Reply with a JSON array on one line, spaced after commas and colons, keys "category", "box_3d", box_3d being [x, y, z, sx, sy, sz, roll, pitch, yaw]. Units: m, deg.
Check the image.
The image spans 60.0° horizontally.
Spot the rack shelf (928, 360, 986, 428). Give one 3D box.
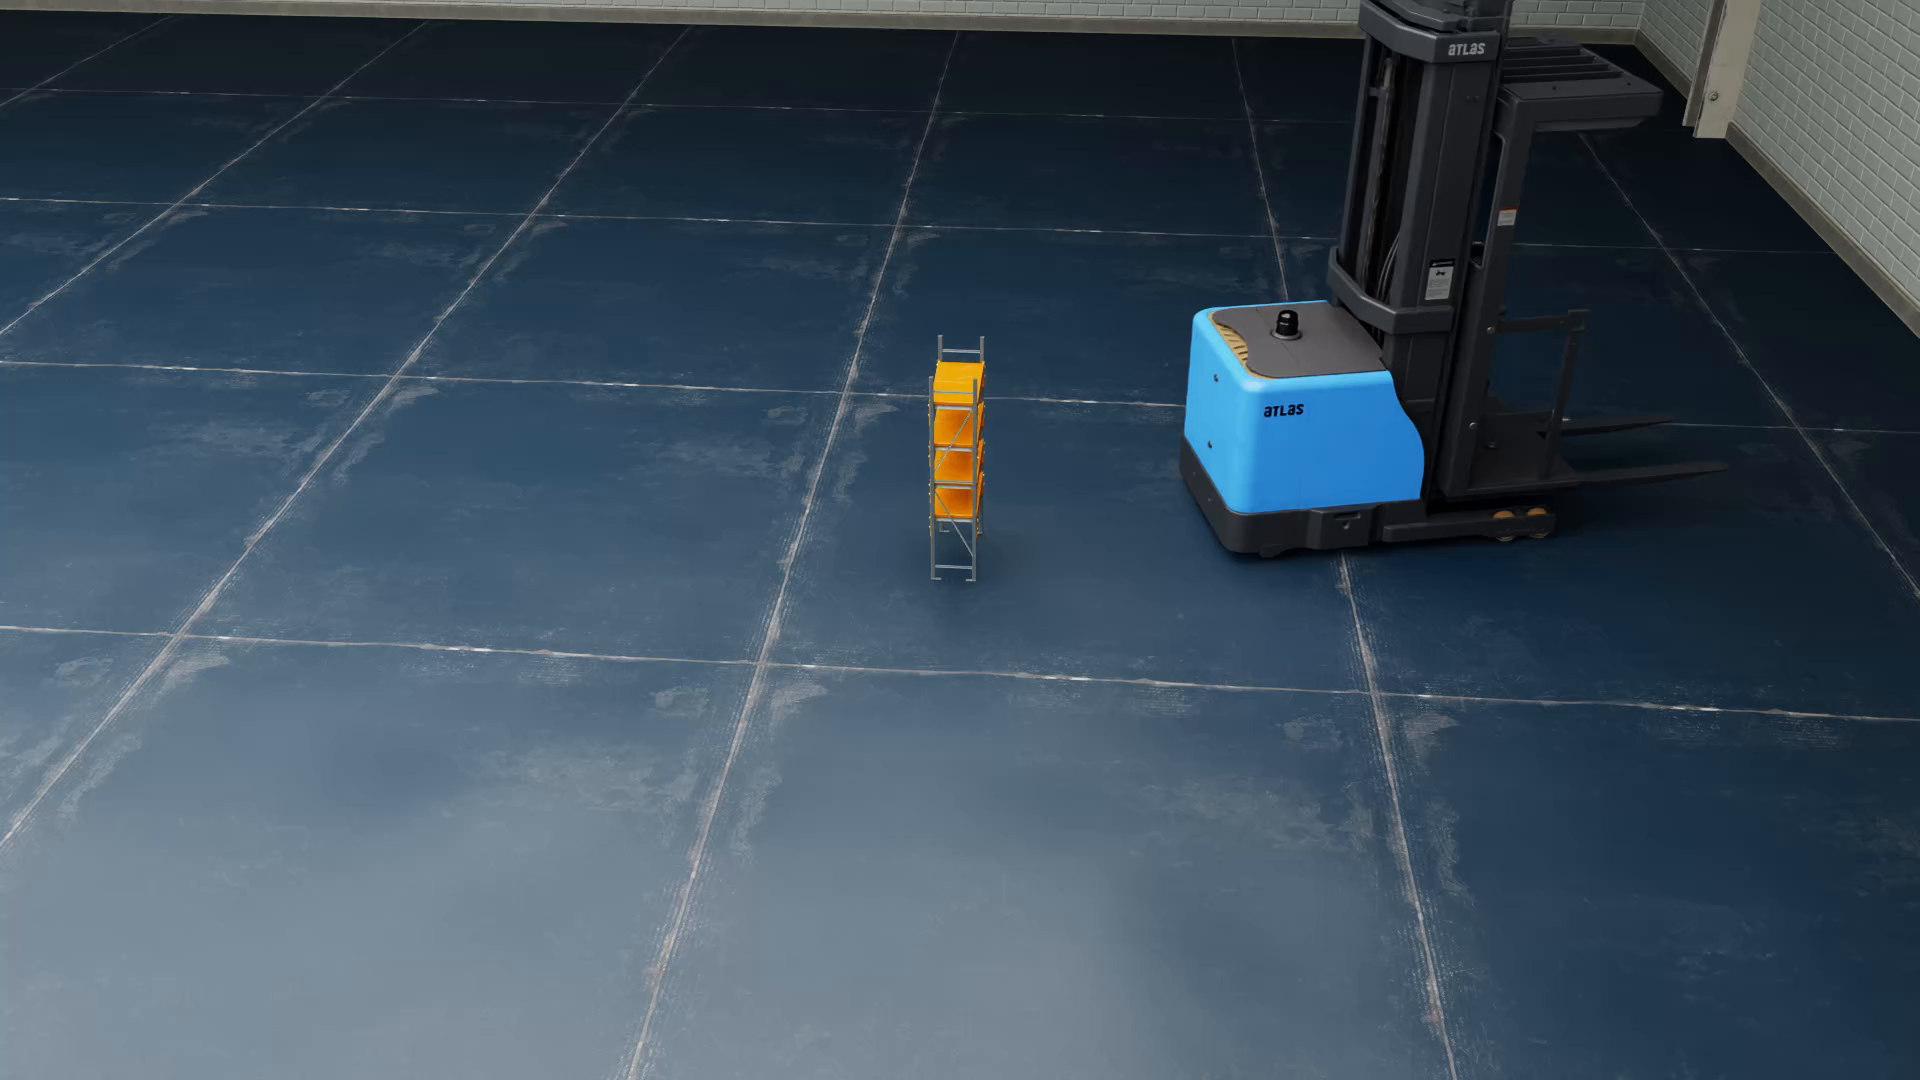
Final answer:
[{"category": "rack shelf", "box_3d": [-0.013, -0.759, 8.589, 0.258, 0.148, 0.480, 2, 32, 4]}]

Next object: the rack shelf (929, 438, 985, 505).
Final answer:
[{"category": "rack shelf", "box_3d": [-0.013, -0.367, 8.830, 0.258, 0.148, 0.480, 2, 32, 4]}]

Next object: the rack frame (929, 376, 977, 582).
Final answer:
[{"category": "rack frame", "box_3d": [-0.033, -0.297, 8.588, 0.240, 1.200, 0.015, 2, 32, 4]}]

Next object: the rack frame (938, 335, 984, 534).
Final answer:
[{"category": "rack frame", "box_3d": [0.006, -0.552, 9.002, 0.240, 1.200, 0.015, 2, 32, 4]}]

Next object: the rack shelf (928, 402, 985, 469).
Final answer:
[{"category": "rack shelf", "box_3d": [-0.013, -0.557, 8.713, 0.258, 0.148, 0.480, 2, 32, 4]}]

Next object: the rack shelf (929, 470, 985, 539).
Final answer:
[{"category": "rack shelf", "box_3d": [-0.013, -0.198, 8.934, 0.258, 0.148, 0.480, 2, 32, 4]}]

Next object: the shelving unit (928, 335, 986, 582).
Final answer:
[{"category": "shelving unit", "box_3d": [-0.013, -0.424, 8.795, 0.258, 1.200, 0.503, 2, 32, 4]}]

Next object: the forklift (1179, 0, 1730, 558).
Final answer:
[{"category": "forklift", "box_3d": [2.854, -1.510, 8.907, 3.031, 2.935, 1.130, -5, 32, -8]}]

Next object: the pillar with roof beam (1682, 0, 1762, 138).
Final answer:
[{"category": "pillar with roof beam", "box_3d": [2.607, -7.800, 13.330, 9.100, 9.000, 0.400, 2, 32, 4]}]
